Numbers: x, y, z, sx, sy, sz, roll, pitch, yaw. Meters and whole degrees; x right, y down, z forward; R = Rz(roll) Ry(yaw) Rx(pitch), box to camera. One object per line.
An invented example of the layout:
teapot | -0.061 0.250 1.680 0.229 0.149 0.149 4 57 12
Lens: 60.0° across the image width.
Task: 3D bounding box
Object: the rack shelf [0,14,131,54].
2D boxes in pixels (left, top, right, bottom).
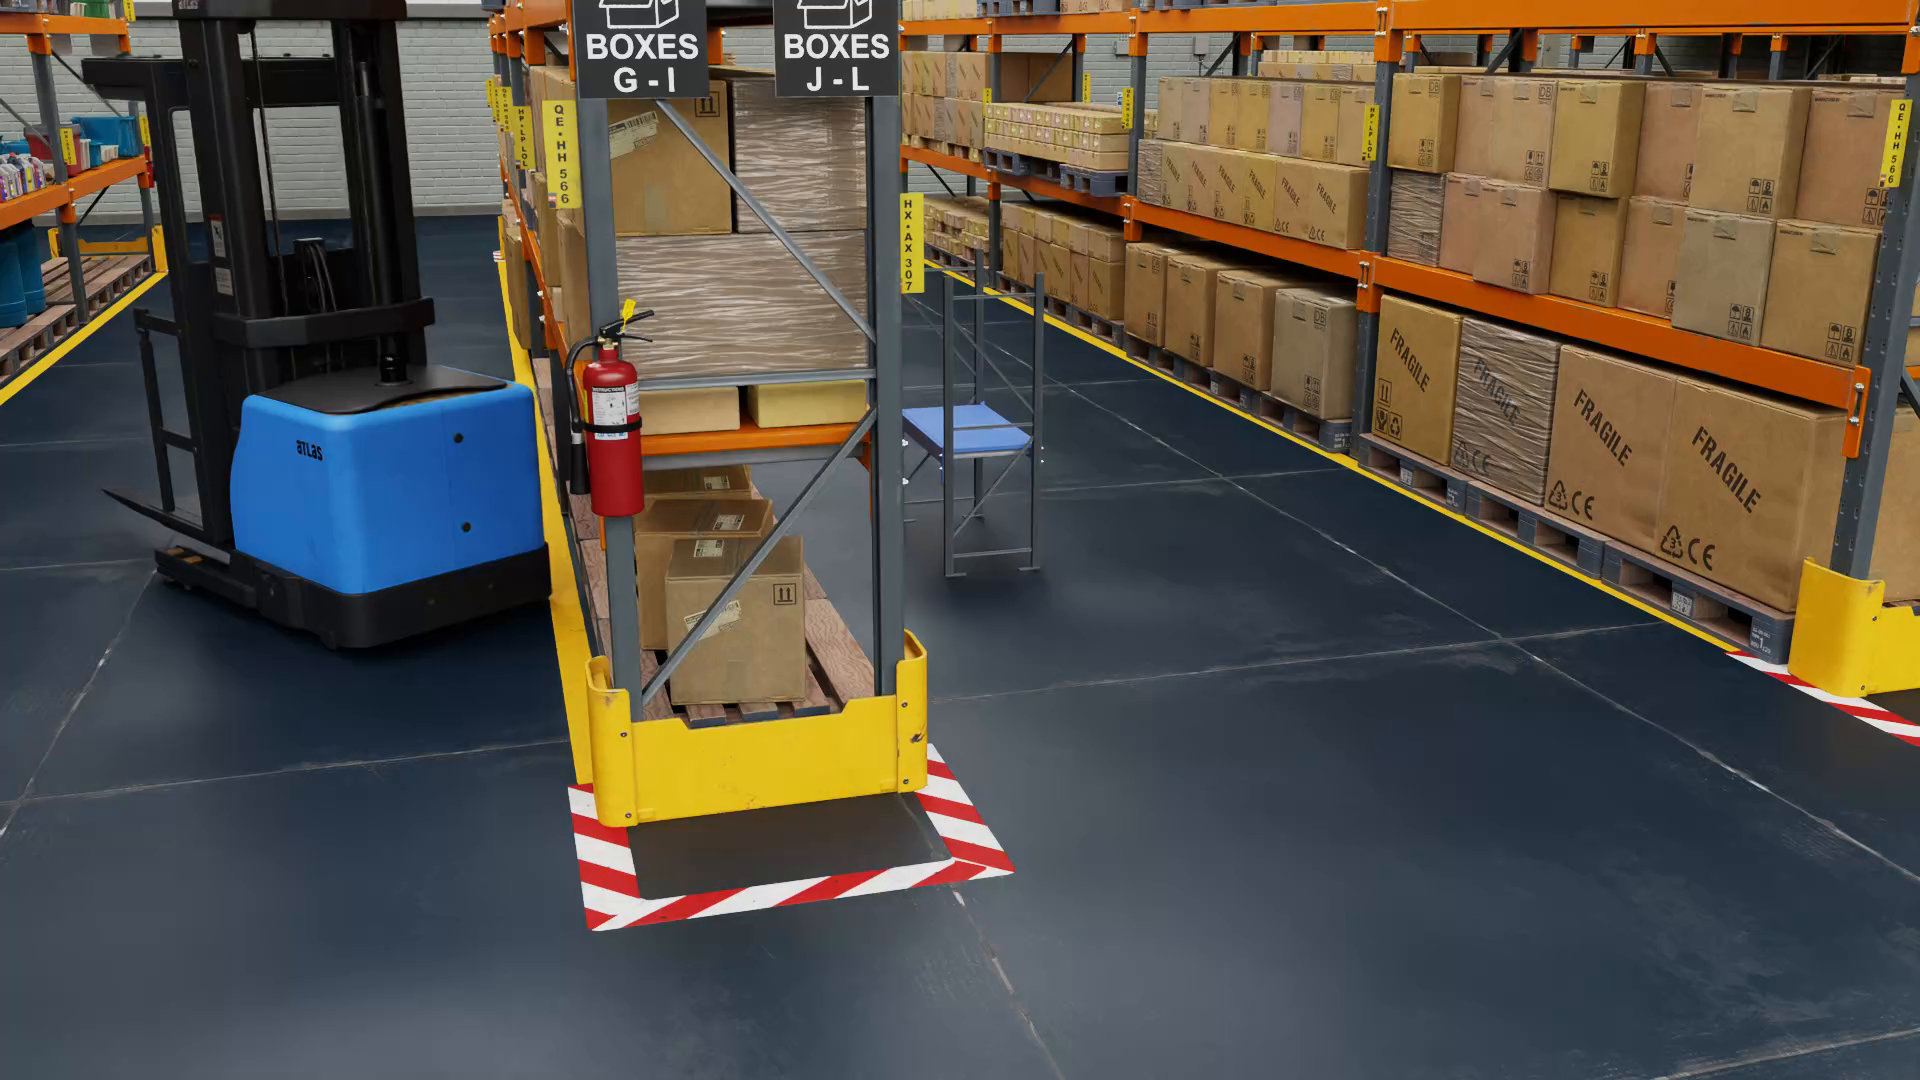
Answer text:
rack shelf | -9.300 -5.096 16.739 1.077 0.370 4.000 -5 17 -15

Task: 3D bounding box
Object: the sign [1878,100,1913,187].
sign | 3.581 -1.516 6.360 0.100 0.325 0.005 -5 17 -15

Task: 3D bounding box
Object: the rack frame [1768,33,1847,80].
rack frame | 10.312 -5.019 20.447 1.000 3.000 0.127 -5 17 -15

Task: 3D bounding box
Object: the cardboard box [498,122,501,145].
cardboard box | -4.931 -4.583 18.737 0.500 0.250 0.500 -5 18 -17

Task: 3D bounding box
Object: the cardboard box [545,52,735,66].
cardboard box | -1.873 -2.349 9.784 1.000 1.000 1.000 -5 17 -15

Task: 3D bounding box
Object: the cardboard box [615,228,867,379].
cardboard box | -0.815 -0.867 5.935 0.875 0.500 0.500 -5 17 -15

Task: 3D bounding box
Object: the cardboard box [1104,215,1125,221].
cardboard box | 1.688 -2.951 15.874 0.500 0.250 0.500 -5 17 -15

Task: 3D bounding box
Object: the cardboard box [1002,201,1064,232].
cardboard box | 0.758 -3.344 17.182 0.500 0.250 0.500 -5 18 -18

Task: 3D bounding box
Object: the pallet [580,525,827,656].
pallet | -1.232 0.227 7.828 1.003 0.211 1.213 -5 17 -15

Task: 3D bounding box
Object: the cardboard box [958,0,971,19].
cardboard box | 0.288 -5.824 18.175 0.500 0.250 0.500 -5 17 -15

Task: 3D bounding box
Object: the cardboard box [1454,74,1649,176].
cardboard box | 3.338 -2.335 9.373 0.875 0.550 0.550 -5 17 -15

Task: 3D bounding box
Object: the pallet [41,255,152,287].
pallet | -9.660 -2.990 18.540 1.003 0.211 1.213 -5 17 -15

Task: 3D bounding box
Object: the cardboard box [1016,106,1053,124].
cardboard box | 0.762 -4.139 16.190 0.380 0.149 0.250 -5 17 -16

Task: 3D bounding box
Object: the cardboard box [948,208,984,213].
cardboard box | 0.068 -3.837 19.704 0.380 0.149 0.250 -5 17 -15

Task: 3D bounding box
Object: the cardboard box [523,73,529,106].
cardboard box | -3.441 -3.833 14.581 0.797 0.503 0.637 -4 17 -13

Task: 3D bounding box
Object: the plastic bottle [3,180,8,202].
plastic bottle | -7.934 -2.900 13.738 0.097 0.201 0.097 0 17 0

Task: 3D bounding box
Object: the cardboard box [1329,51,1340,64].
cardboard box | 4.777 -5.948 20.502 0.380 0.149 0.250 -5 17 -15

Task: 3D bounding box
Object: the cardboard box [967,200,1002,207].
cardboard box | 0.306 -4.171 20.816 0.380 0.149 0.250 -5 17 -16

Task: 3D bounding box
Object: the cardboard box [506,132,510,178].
cardboard box | -4.102 -3.743 16.025 0.500 0.500 0.500 -5 17 -15

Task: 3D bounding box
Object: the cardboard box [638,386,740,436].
cardboard box | -0.967 -0.465 5.723 0.380 0.149 0.250 -5 17 -15

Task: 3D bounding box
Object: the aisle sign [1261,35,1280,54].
aisle sign | 4.142 -6.974 22.436 0.394 0.787 0.004 -5 17 -15

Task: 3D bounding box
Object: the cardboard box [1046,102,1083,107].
cardboard box | 1.106 -4.476 17.313 0.380 0.149 0.250 -4 17 -13

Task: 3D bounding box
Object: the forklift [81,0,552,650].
forklift | -3.362 -1.259 8.047 3.031 2.935 1.130 14 22 40

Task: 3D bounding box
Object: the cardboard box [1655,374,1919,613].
cardboard box | 3.856 -0.253 7.543 0.875 0.875 0.875 -5 17 -15

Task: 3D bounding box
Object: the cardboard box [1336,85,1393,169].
cardboard box | 2.865 -2.657 10.672 0.700 0.500 0.500 -5 17 -16

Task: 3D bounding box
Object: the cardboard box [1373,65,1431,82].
cardboard box | 5.145 -5.261 19.341 0.500 0.500 0.500 -5 17 -16

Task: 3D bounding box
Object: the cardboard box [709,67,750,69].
cardboard box | -1.263 -2.058 8.159 0.500 0.500 0.500 -5 17 -15

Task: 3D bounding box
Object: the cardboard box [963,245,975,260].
cardboard box | 0.247 -3.270 18.850 0.380 0.149 0.250 -5 18 -17

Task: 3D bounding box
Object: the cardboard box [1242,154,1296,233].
cardboard box | 2.329 -2.444 11.701 0.500 0.500 0.500 -5 17 -15

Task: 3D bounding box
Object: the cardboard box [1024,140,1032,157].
cardboard box | 0.838 -3.781 16.032 0.380 0.149 0.250 -5 17 -16

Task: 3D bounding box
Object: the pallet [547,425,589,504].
pallet | -2.005 -0.509 10.280 1.003 0.211 1.213 -5 17 -15

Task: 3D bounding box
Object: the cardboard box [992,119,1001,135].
cardboard box | 0.548 -4.213 16.952 0.380 0.149 0.250 -5 17 -16

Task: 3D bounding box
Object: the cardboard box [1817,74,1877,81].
cardboard box | 7.360 -3.791 13.810 0.380 0.149 0.250 -6 18 -18

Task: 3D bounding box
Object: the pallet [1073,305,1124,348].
pallet | 1.694 -1.981 15.179 1.003 0.211 1.213 -5 17 -15

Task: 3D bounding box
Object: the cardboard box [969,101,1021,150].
cardboard box | 0.404 -4.508 18.055 0.500 0.500 0.500 -5 17 -15

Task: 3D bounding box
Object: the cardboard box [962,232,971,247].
cardboard box | 0.239 -3.393 18.743 0.380 0.149 0.250 -5 18 -17

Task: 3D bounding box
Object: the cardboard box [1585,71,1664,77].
cardboard box | 6.246 -4.168 15.703 0.500 0.500 0.500 -5 17 -17

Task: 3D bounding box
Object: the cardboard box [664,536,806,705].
cardboard box | -0.846 0.299 6.357 0.500 0.500 0.500 -1 17 -5

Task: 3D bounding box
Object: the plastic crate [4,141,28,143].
plastic crate | -9.737 -4.047 17.398 0.416 0.233 0.300 -5 17 -15

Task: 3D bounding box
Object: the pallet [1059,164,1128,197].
pallet | 1.609 -3.197 14.714 1.213 0.211 1.003 -5 17 -15

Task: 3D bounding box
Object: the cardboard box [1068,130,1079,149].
cardboard box | 1.184 -3.570 14.813 0.380 0.149 0.250 -4 17 -14

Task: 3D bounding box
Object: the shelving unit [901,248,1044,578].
shelving unit | 0.023 -0.695 8.658 0.538 1.500 1.048 -5 17 -15

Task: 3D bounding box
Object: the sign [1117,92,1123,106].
sign | 2.806 -7.432 28.011 0.327 0.218 0.001 -5 17 -15

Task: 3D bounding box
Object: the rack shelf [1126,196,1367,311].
rack shelf | 2.457 -2.202 12.320 1.077 0.370 4.000 -5 17 -15

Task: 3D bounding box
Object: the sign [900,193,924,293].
sign | -0.169 -0.980 5.497 0.100 0.325 0.005 -5 17 -15

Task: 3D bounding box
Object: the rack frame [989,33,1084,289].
rack frame | 0.808 -4.206 17.741 1.000 3.000 0.127 -5 17 -15

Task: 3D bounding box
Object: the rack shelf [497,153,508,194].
rack shelf | -4.538 -4.051 18.474 1.077 0.370 4.000 -5 17 -15

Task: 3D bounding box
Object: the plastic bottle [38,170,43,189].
plastic bottle | -8.273 -3.242 14.876 0.097 0.201 0.097 0 17 0
